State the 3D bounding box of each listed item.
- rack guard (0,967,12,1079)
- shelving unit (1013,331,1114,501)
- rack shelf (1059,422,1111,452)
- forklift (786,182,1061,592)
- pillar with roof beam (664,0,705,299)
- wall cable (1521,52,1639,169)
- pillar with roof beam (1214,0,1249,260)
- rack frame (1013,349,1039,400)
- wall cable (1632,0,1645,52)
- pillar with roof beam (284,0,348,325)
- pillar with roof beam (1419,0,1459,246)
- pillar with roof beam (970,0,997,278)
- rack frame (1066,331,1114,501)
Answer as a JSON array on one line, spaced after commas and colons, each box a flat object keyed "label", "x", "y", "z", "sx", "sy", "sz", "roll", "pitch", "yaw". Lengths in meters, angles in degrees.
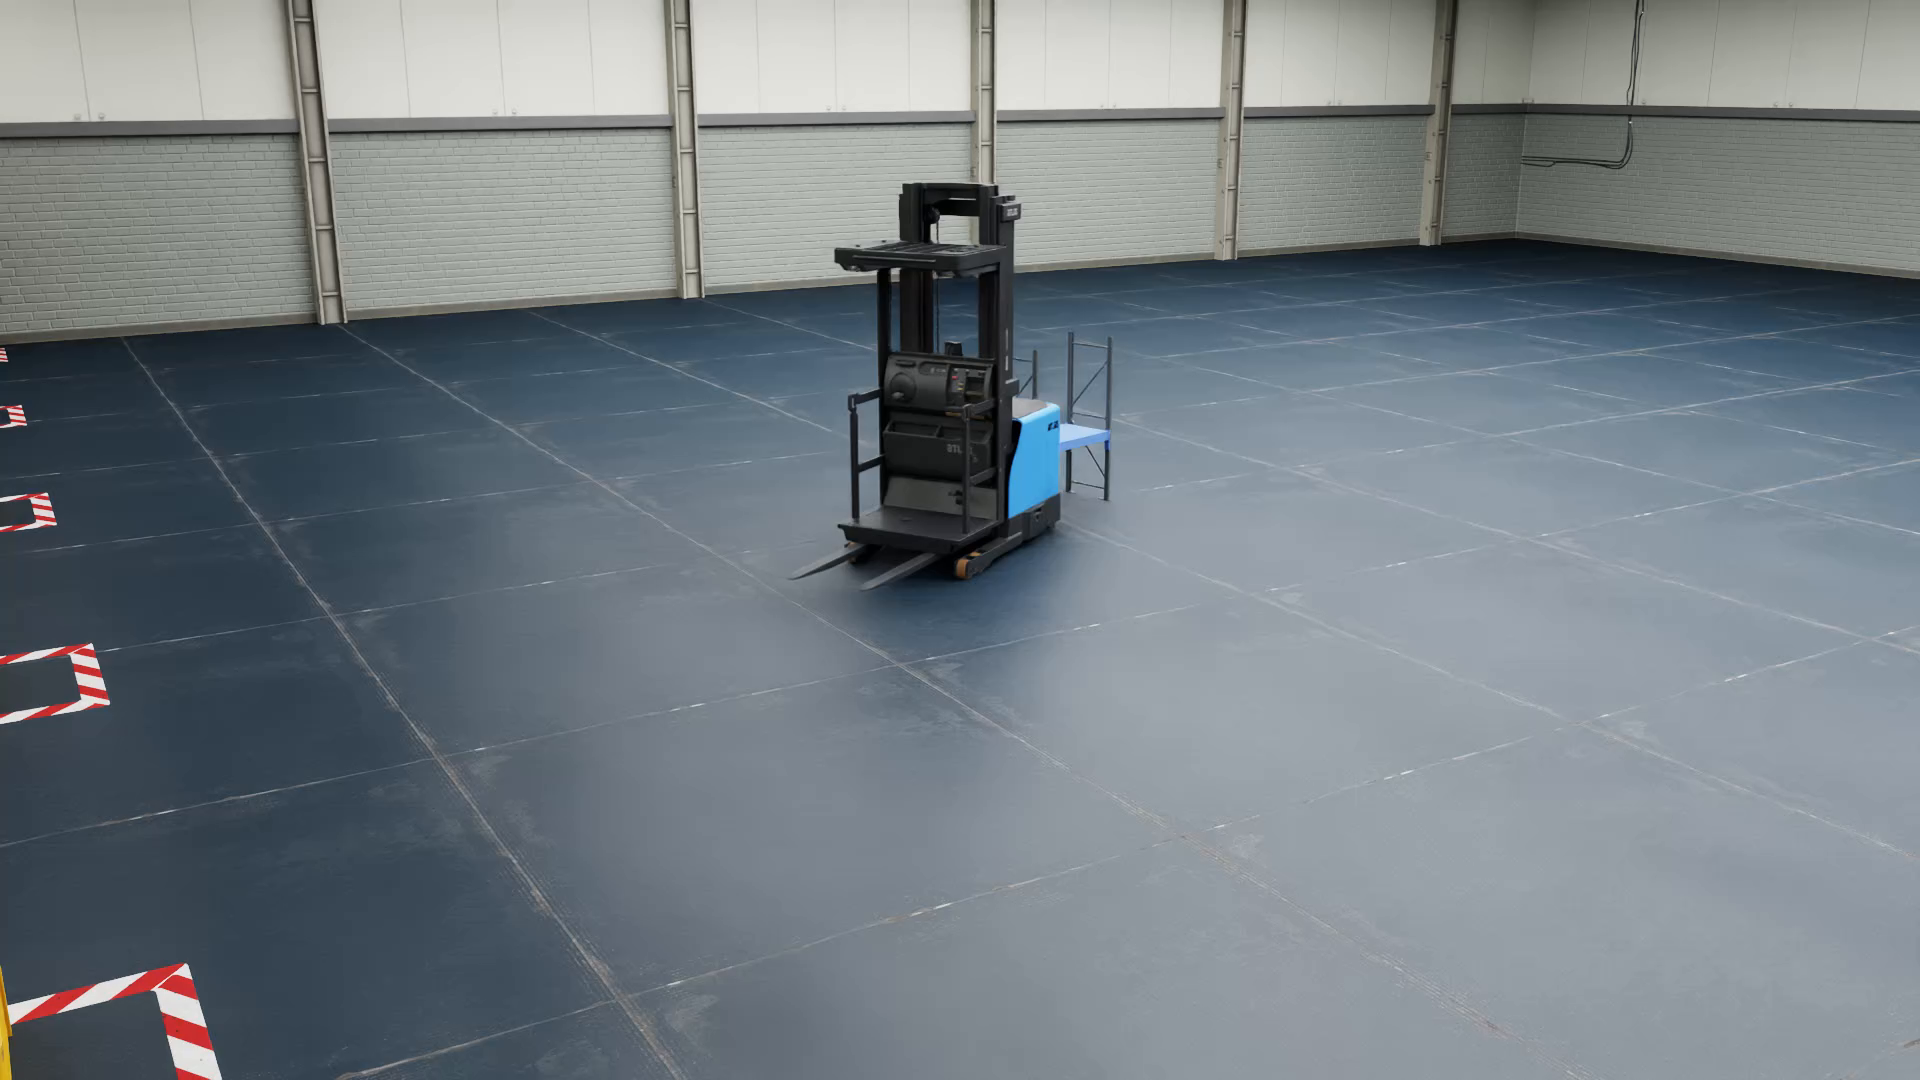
[{"label": "rack guard", "x": -3.753, "y": 1.900, "z": 6.205, "sx": 0.348, "sy": 0.500, "sz": 1.175, "roll": -9, "pitch": 18, "yaw": -30}, {"label": "shelving unit", "x": 0.828, "y": -1.032, "z": 14.813, "sx": 0.538, "sy": 1.500, "sz": 1.048, "roll": 14, "pitch": 21, "yaw": 41}, {"label": "rack shelf", "x": 0.828, "y": -0.859, "z": 14.862, "sx": 0.538, "sy": 0.185, "sz": 1.000, "roll": 14, "pitch": 21, "yaw": 41}, {"label": "forklift", "x": -0.269, "y": -1.240, "z": 12.903, "sx": 1.130, "sy": 2.935, "sz": 3.031, "roll": 8, "pitch": 18, "yaw": 26}, {"label": "pillar with roof beam", "x": -2.484, "y": -7.584, "z": 24.293, "sx": 0.400, "sy": 9.000, "sz": 9.100, "roll": -9, "pitch": 18, "yaw": -30}, {"label": "wall cable", "x": 13.934, "y": -9.691, "z": 37.561, "sx": 0.112, "sy": 2.526, "sz": 3.097, "roll": -9, "pitch": 18, "yaw": -30}, {"label": "pillar with roof beam", "x": 7.802, "y": -9.252, "z": 30.244, "sx": 0.400, "sy": 9.000, "sz": 9.100, "roll": -9, "pitch": 18, "yaw": -30}, {"label": "rack frame", "x": 0.479, "y": -0.932, "z": 14.458, "sx": 0.500, "sy": 1.500, "sz": 0.032, "roll": 14, "pitch": 21, "yaw": 41}, {"label": "wall cable", "x": 15.328, "y": -11.496, "z": 34.646, "sx": 0.112, "sy": 2.526, "sz": 3.097, "roll": -9, "pitch": 18, "yaw": -30}, {"label": "pillar with roof beam", "x": -7.627, "y": -6.750, "z": 21.318, "sx": 0.400, "sy": 9.000, "sz": 9.100, "roll": -9, "pitch": 18, "yaw": -30}, {"label": "pillar with roof beam", "x": 12.945, "y": -10.086, "z": 33.219, "sx": 0.400, "sy": 9.000, "sz": 9.100, "roll": -9, "pitch": 18, "yaw": -30}, {"label": "pillar with roof beam", "x": 2.659, "y": -8.418, "z": 27.268, "sx": 0.400, "sy": 9.000, "sz": 9.100, "roll": -9, "pitch": 18, "yaw": -30}, {"label": "rack frame", "x": 1.178, "y": -1.132, "z": 15.168, "sx": 0.500, "sy": 1.500, "sz": 0.032, "roll": 14, "pitch": 21, "yaw": 41}]
